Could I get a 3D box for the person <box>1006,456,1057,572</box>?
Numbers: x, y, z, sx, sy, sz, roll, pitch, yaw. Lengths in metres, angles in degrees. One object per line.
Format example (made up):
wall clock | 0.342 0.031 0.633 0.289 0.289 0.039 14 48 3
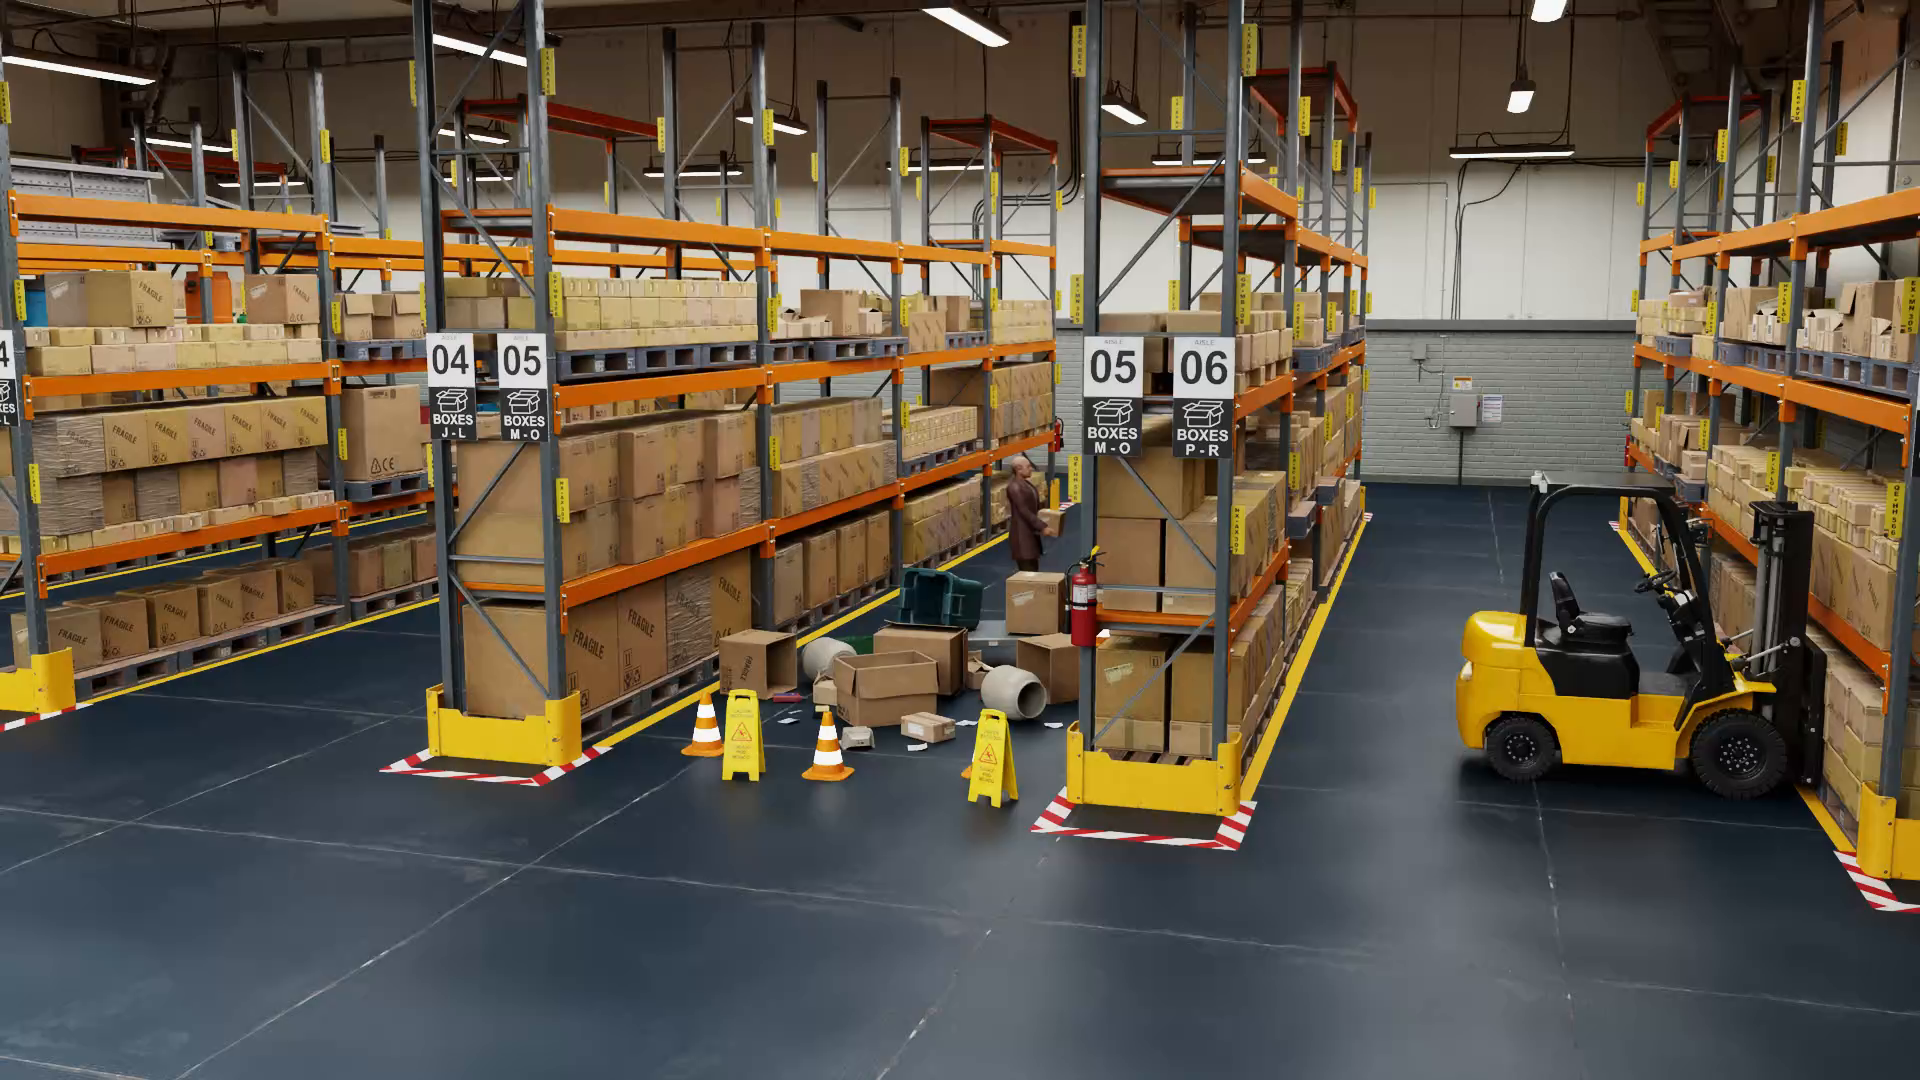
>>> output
person | 0.807 -0.016 18.011 0.558 1.773 0.528 3 9 17
